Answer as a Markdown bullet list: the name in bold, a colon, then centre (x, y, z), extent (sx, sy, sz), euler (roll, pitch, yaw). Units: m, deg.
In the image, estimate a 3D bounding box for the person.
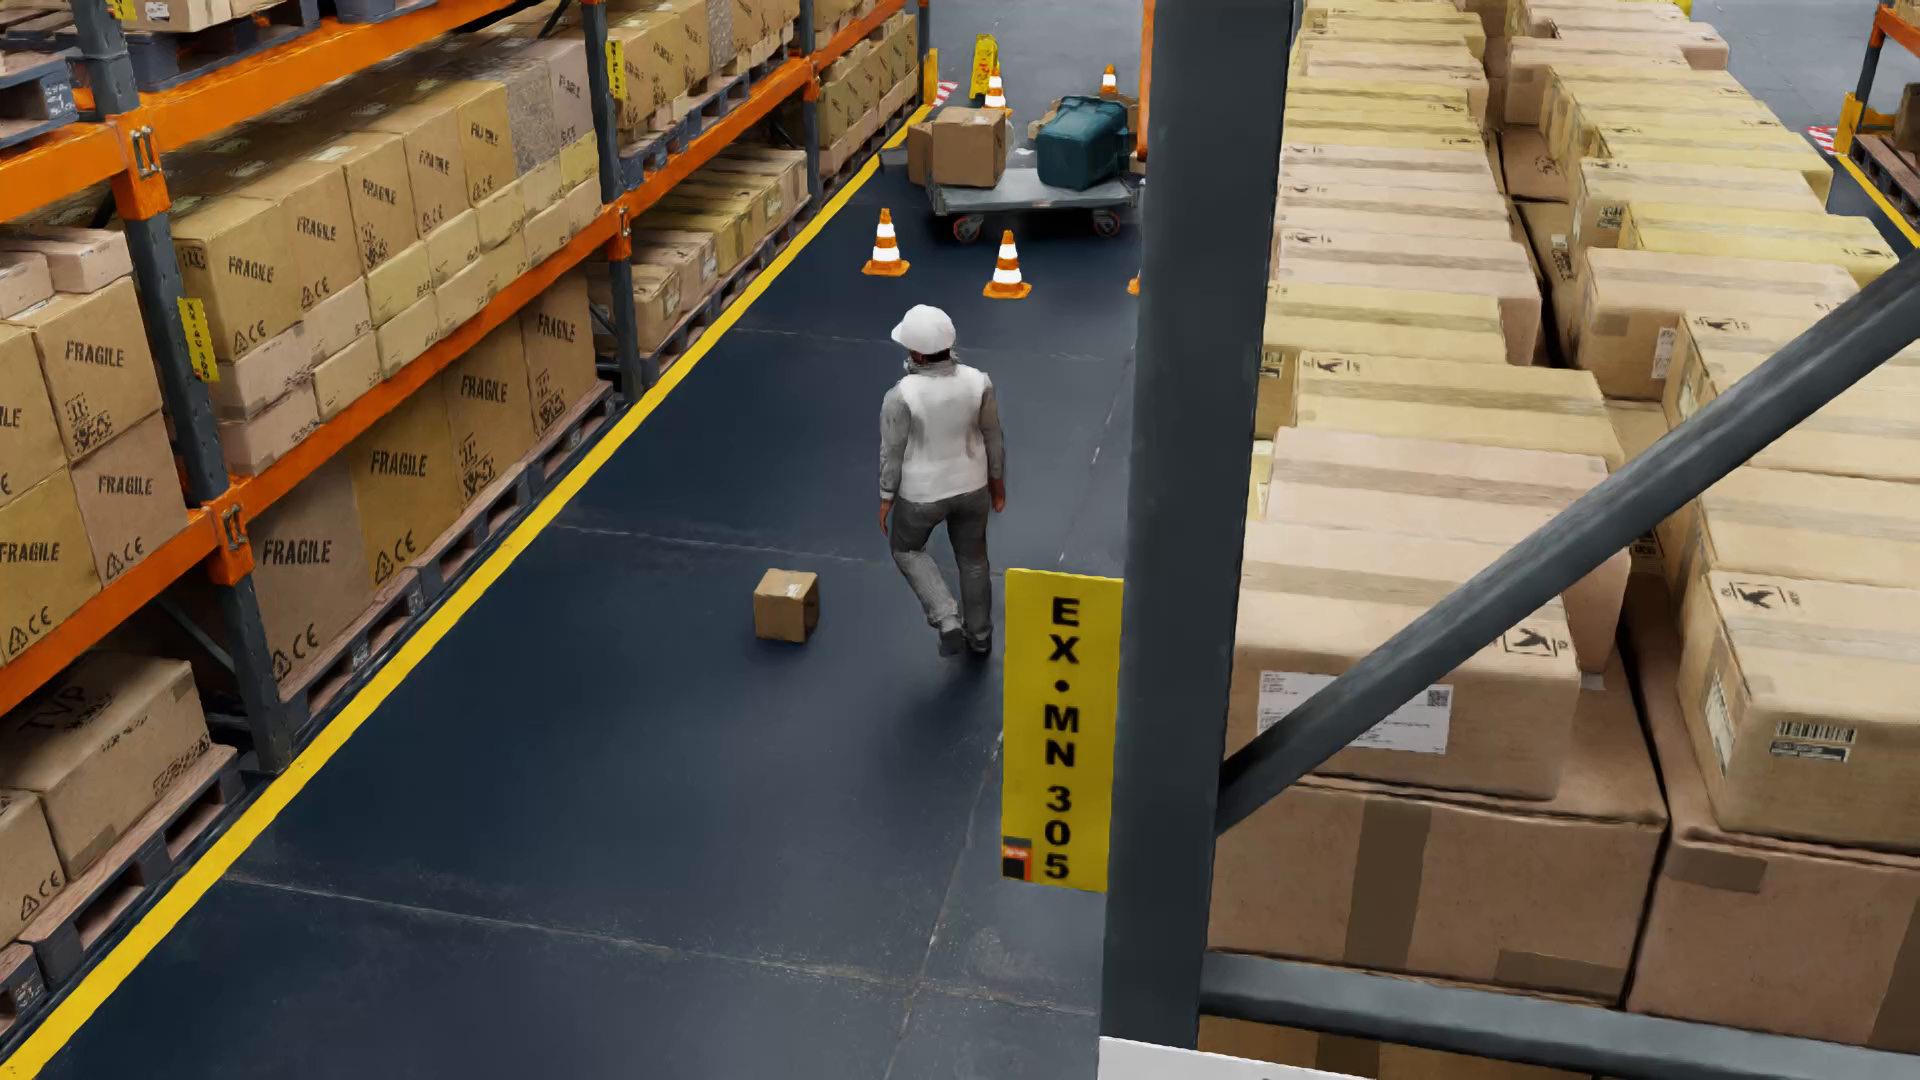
- **person**: centre (-0.080, -0.233, 7.495), extent (0.603, 1.758, 0.510), euler (-10, 30, -18)
